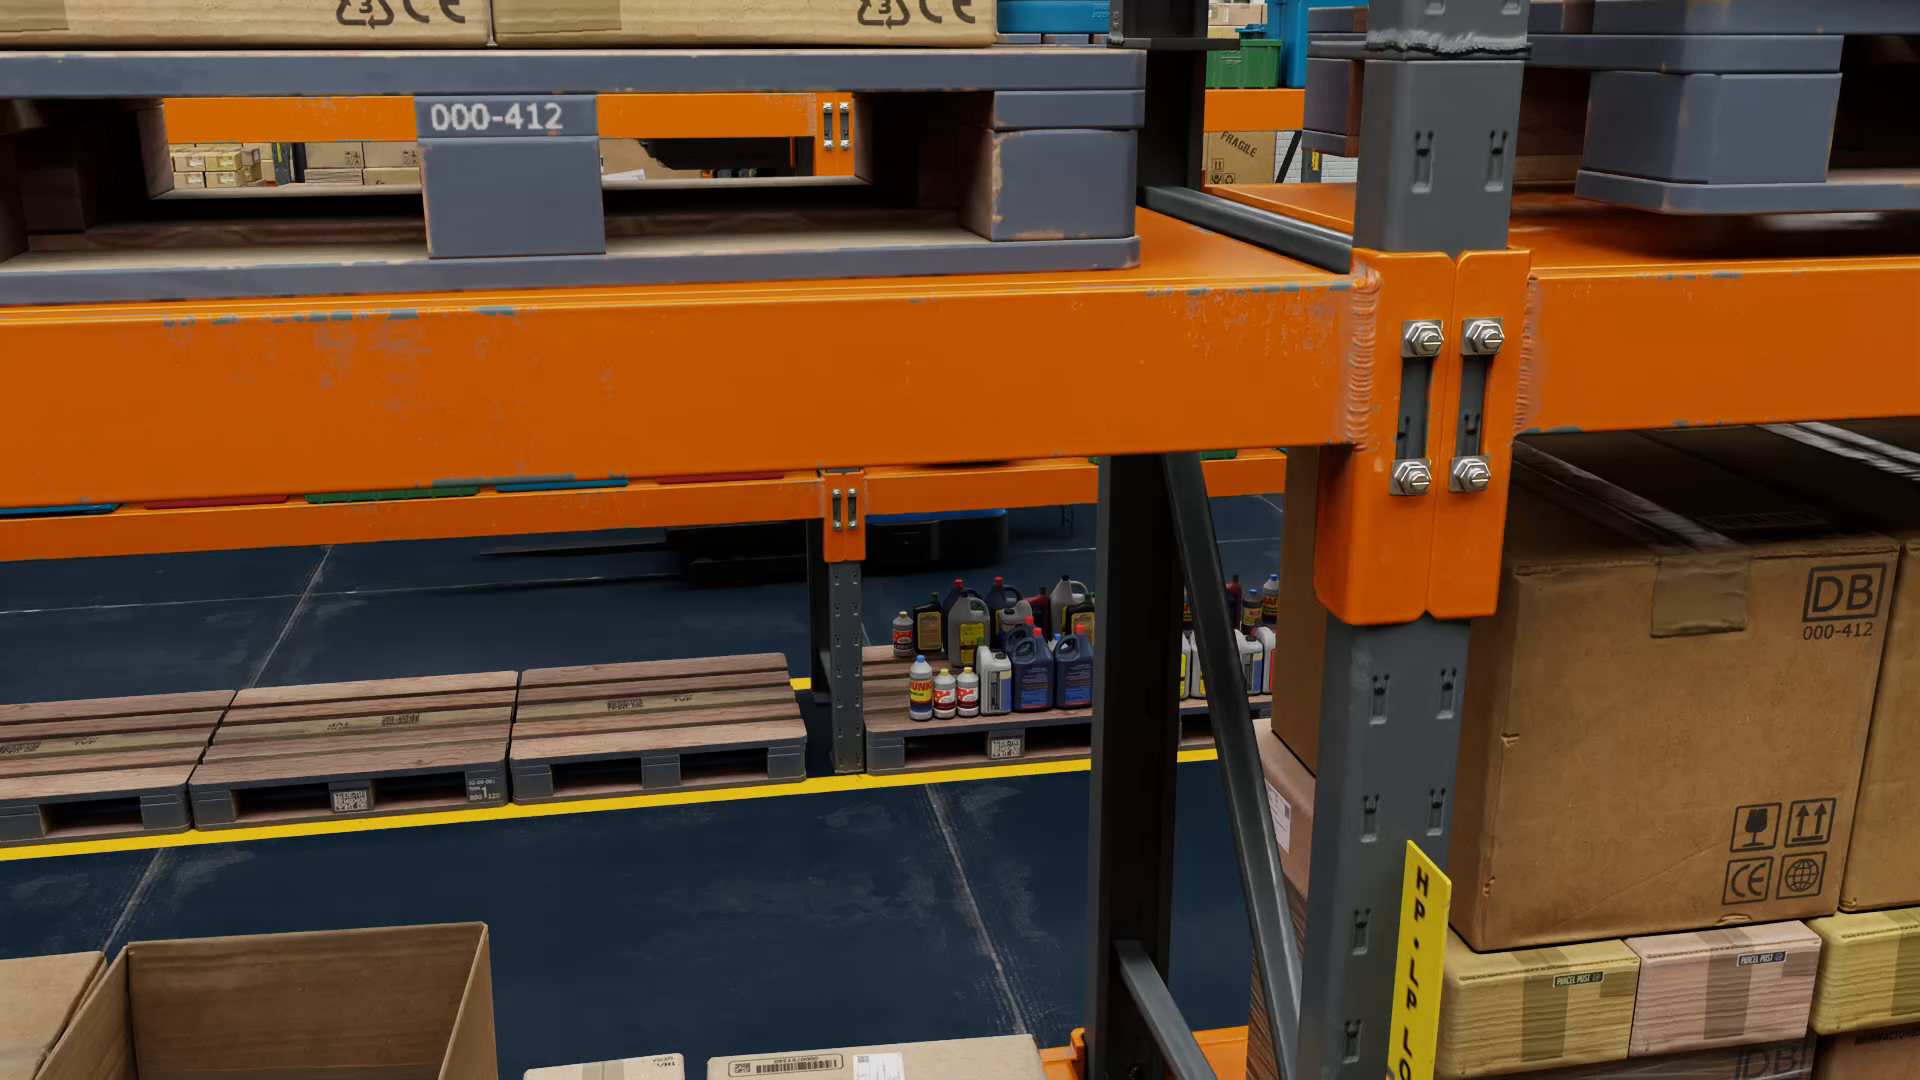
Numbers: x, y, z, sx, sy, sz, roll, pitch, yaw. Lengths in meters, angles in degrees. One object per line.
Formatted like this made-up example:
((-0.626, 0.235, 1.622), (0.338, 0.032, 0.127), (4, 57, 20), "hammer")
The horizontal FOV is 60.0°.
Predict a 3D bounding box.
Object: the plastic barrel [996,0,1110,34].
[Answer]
((0.435, -2.479, 6.598), (0.708, 0.901, 0.600), (-3, 17, -10), "plastic barrel")

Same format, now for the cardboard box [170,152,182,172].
((-7.169, -3.399, 14.968), (0.250, 0.149, 0.380), (-3, 17, -9), "cardboard box")

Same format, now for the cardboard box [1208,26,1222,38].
((1.511, -3.465, 11.630), (0.500, 0.250, 0.500), (-3, 17, -10), "cardboard box")

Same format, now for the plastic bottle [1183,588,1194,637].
((1.091, 0.326, 8.038), (0.097, 0.271, 0.097), (0, 17, 0), "plastic bottle")

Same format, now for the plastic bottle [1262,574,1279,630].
((1.526, 0.302, 8.118), (0.097, 0.271, 0.097), (0, 17, 0), "plastic bottle")

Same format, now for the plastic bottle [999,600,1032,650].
((0.257, 0.423, 7.716), (0.135, 0.276, 0.152), (-3, 17, -10), "plastic bottle")

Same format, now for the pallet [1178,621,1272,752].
((1.305, 0.658, 7.810), (1.213, 0.211, 1.003), (-3, 17, -10), "pallet")

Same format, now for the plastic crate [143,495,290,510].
((-2.845, -0.390, 6.364), (0.583, 0.464, 0.402), (-3, 17, -10), "plastic crate")

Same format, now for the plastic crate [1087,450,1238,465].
((0.824, -0.474, 7.106), (0.662, 0.188, 0.450), (-3, 17, -10), "plastic crate")

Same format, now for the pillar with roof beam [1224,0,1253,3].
((5.453, -8.701, 23.313), (0.400, 9.000, 9.100), (-3, 17, -10), "pillar with roof beam")

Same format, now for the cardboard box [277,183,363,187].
((-4.378, -2.136, 11.271), (0.500, 0.500, 0.700), (-1, 17, -2), "cardboard box")

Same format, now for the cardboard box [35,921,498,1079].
((-0.901, 0.867, 2.209), (0.500, 0.500, 0.500), (-2, 17, -6), "cardboard box")

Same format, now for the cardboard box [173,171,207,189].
((-6.931, -3.270, 15.055), (0.250, 0.149, 0.380), (-3, 17, -8), "cardboard box")

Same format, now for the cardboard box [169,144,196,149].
((-9.248, -4.616, 19.637), (0.500, 0.250, 0.500), (-4, 17, -12), "cardboard box")

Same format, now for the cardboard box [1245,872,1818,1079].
((0.808, 0.773, 2.515), (0.500, 0.500, 0.700), (-4, 17, -12), "cardboard box")

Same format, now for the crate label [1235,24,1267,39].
((1.465, -2.157, 7.371), (0.408, 0.251, 0.502), (-3, 17, -10), "crate label")

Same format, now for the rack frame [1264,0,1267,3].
((2.425, -5.099, 11.586), (0.127, 3.000, 1.000), (-3, 17, -10), "rack frame")

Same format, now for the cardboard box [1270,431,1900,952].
((0.808, 0.153, 2.325), (0.500, 0.500, 0.700), (-3, 17, -10), "cardboard box")

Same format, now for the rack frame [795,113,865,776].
((-0.562, -0.581, 7.093), (0.127, 3.000, 1.000), (-3, 17, -10), "rack frame")

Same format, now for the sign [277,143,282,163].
((-6.159, -3.581, 15.024), (0.005, 0.325, 0.100), (-3, 17, -10), "sign")

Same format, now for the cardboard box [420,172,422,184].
((-4.785, -3.273, 15.689), (0.500, 0.500, 0.500), (-3, 17, -10), "cardboard box")

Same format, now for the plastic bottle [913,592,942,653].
((-0.153, 0.386, 7.824), (0.133, 0.283, 0.061), (-2, 17, -8), "plastic bottle")

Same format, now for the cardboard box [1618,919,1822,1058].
((0.921, 0.517, 2.246), (0.250, 0.149, 0.380), (-3, 17, -10), "cardboard box")

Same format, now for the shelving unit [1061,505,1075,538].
((0.438, -0.605, 10.237), (0.503, 1.200, 0.258), (-4, 17, -12), "shelving unit")

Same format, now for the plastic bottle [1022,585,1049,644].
((0.356, 0.357, 7.918), (0.133, 0.283, 0.061), (-2, 17, -7), "plastic bottle")

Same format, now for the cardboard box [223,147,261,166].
((-6.766, -3.616, 15.675), (0.250, 0.149, 0.380), (-3, 17, -10), "cardboard box")

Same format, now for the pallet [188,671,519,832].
((-2.526, 0.876, 7.099), (1.213, 0.211, 1.003), (-3, 17, -10), "pallet")

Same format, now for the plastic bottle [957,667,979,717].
((0.033, 0.644, 7.123), (0.097, 0.201, 0.097), (0, 17, 0), "plastic bottle")

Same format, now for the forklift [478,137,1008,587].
((-1.287, -1.302, 9.559), (3.031, 2.935, 1.130), (-4, 17, -12), "forklift")

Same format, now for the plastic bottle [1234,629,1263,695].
((1.256, 0.531, 7.364), (0.135, 0.276, 0.152), (-4, 17, -12), "plastic bottle")

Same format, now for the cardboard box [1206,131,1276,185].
((1.932, -2.797, 11.930), (0.500, 0.500, 0.500), (-3, 17, -10), "cardboard box")

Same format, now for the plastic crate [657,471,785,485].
((-0.980, -0.496, 6.709), (0.583, 0.464, 0.402), (-3, 17, -10), "plastic crate")

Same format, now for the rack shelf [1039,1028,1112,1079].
((-1.590, 1.303, 2.186), (4.000, 0.370, 1.077), (-3, 17, -10), "rack shelf")

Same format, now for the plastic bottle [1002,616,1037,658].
((0.282, 0.508, 7.310), (0.185, 0.351, 0.144), (-3, 17, -10), "plastic bottle")

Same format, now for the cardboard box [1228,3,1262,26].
((1.934, -3.698, 11.710), (0.250, 0.149, 0.380), (-4, 17, -12), "cardboard box")

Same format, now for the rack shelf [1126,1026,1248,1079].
((2.337, 1.080, 2.912), (4.000, 0.370, 1.077), (-3, 17, -10), "rack shelf")

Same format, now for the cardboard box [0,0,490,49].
((-0.772, -0.652, 1.759), (0.500, 0.250, 0.500), (-5, 18, -16), "cardboard box")

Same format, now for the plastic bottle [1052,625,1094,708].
((0.494, 0.540, 7.209), (0.185, 0.351, 0.144), (-4, 18, -13), "plastic bottle")

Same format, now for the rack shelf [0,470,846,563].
((-2.526, -0.125, 6.836), (4.000, 0.370, 1.077), (-3, 17, -10), "rack shelf")

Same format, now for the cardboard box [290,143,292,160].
((-7.737, -4.710, 19.940), (0.500, 0.250, 0.500), (-3, 17, -11), "cardboard box")

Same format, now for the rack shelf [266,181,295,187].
((-9.273, -4.187, 20.061), (4.000, 0.370, 1.077), (-3, 17, -10), "rack shelf")
